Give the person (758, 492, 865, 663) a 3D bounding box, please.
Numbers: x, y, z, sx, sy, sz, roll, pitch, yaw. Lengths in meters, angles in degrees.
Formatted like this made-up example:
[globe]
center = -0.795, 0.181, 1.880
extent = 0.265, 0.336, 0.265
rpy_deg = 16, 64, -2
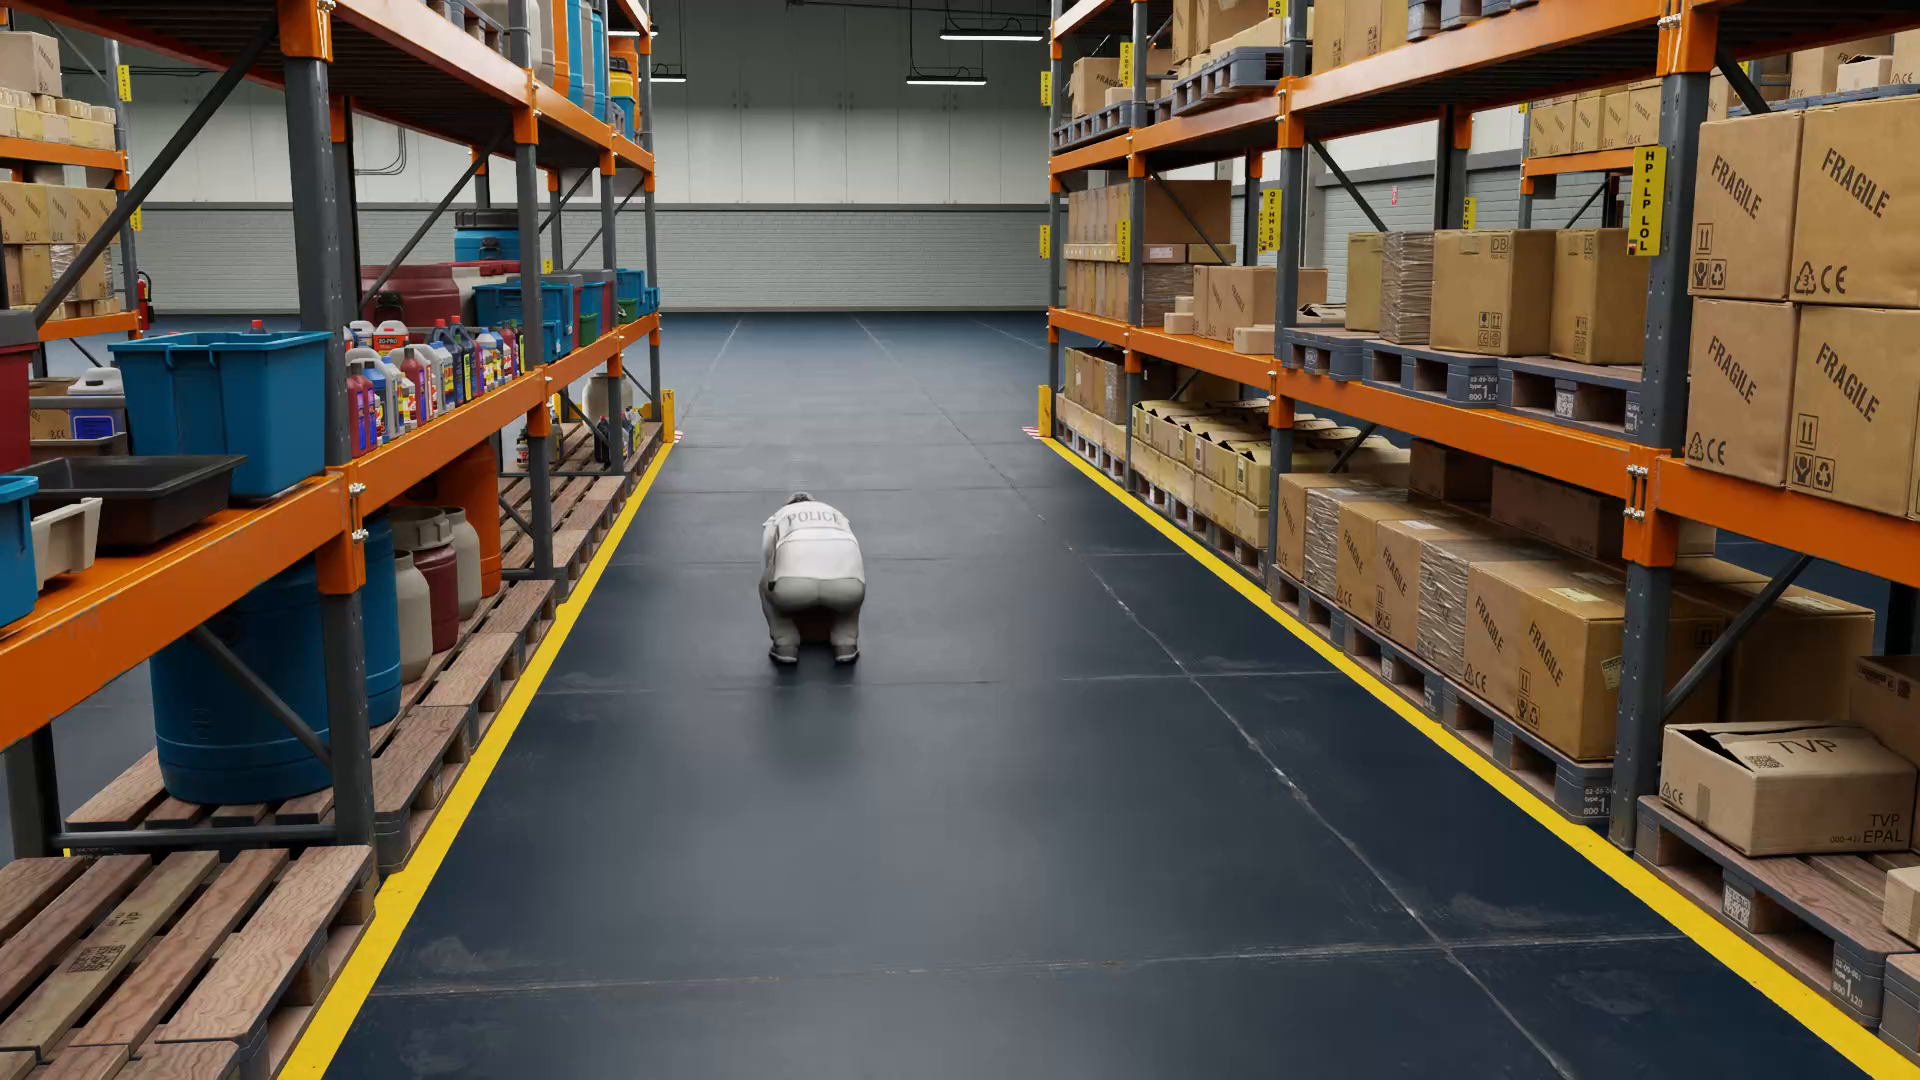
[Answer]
[person]
center = -0.716, 0.207, 8.049
extent = 0.520, 0.797, 0.910
rpy_deg = -1, 10, -7
